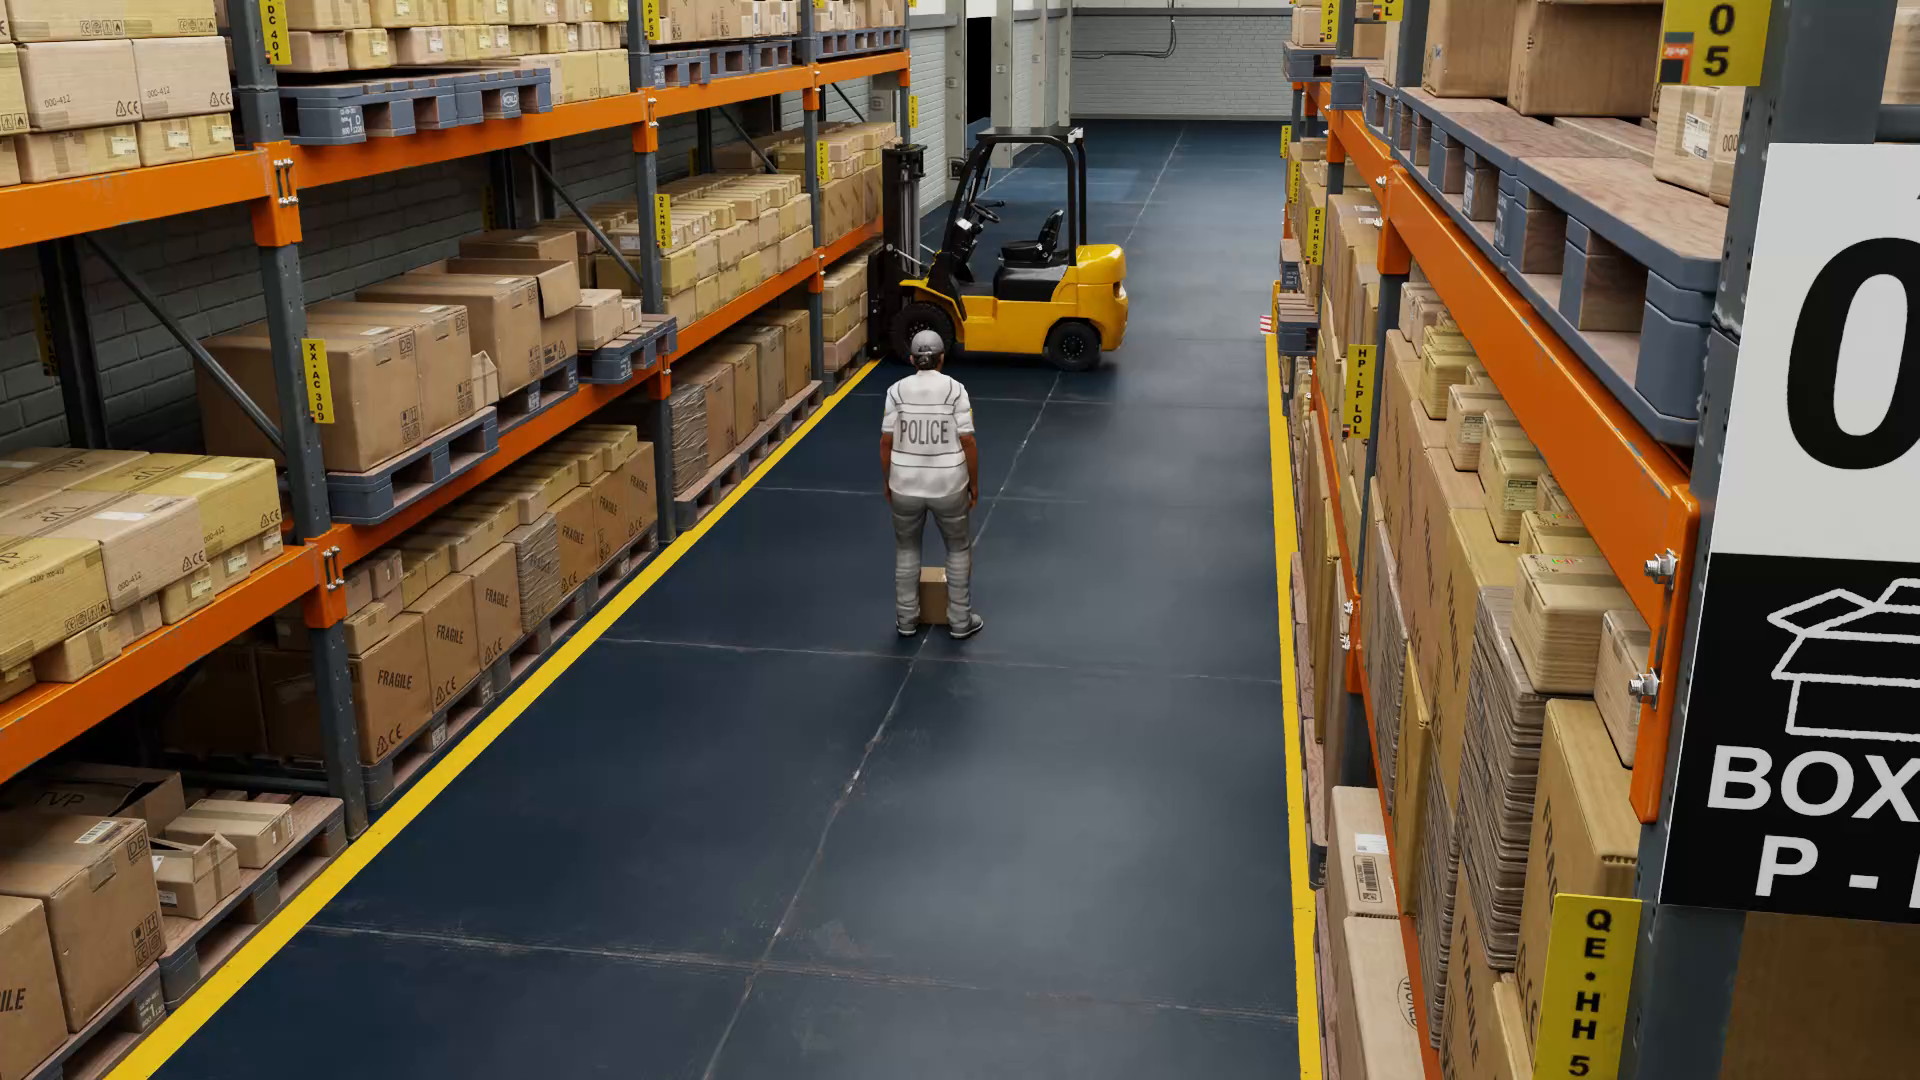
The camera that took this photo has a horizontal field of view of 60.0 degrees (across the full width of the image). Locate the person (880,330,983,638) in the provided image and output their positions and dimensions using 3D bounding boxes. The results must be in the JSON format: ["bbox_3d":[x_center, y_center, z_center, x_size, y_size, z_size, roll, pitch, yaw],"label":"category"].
[{"bbox_3d":[-0.152,-0.291,8.939,0.539,1.665,0.466,2,18,7],"label":"person"}]
